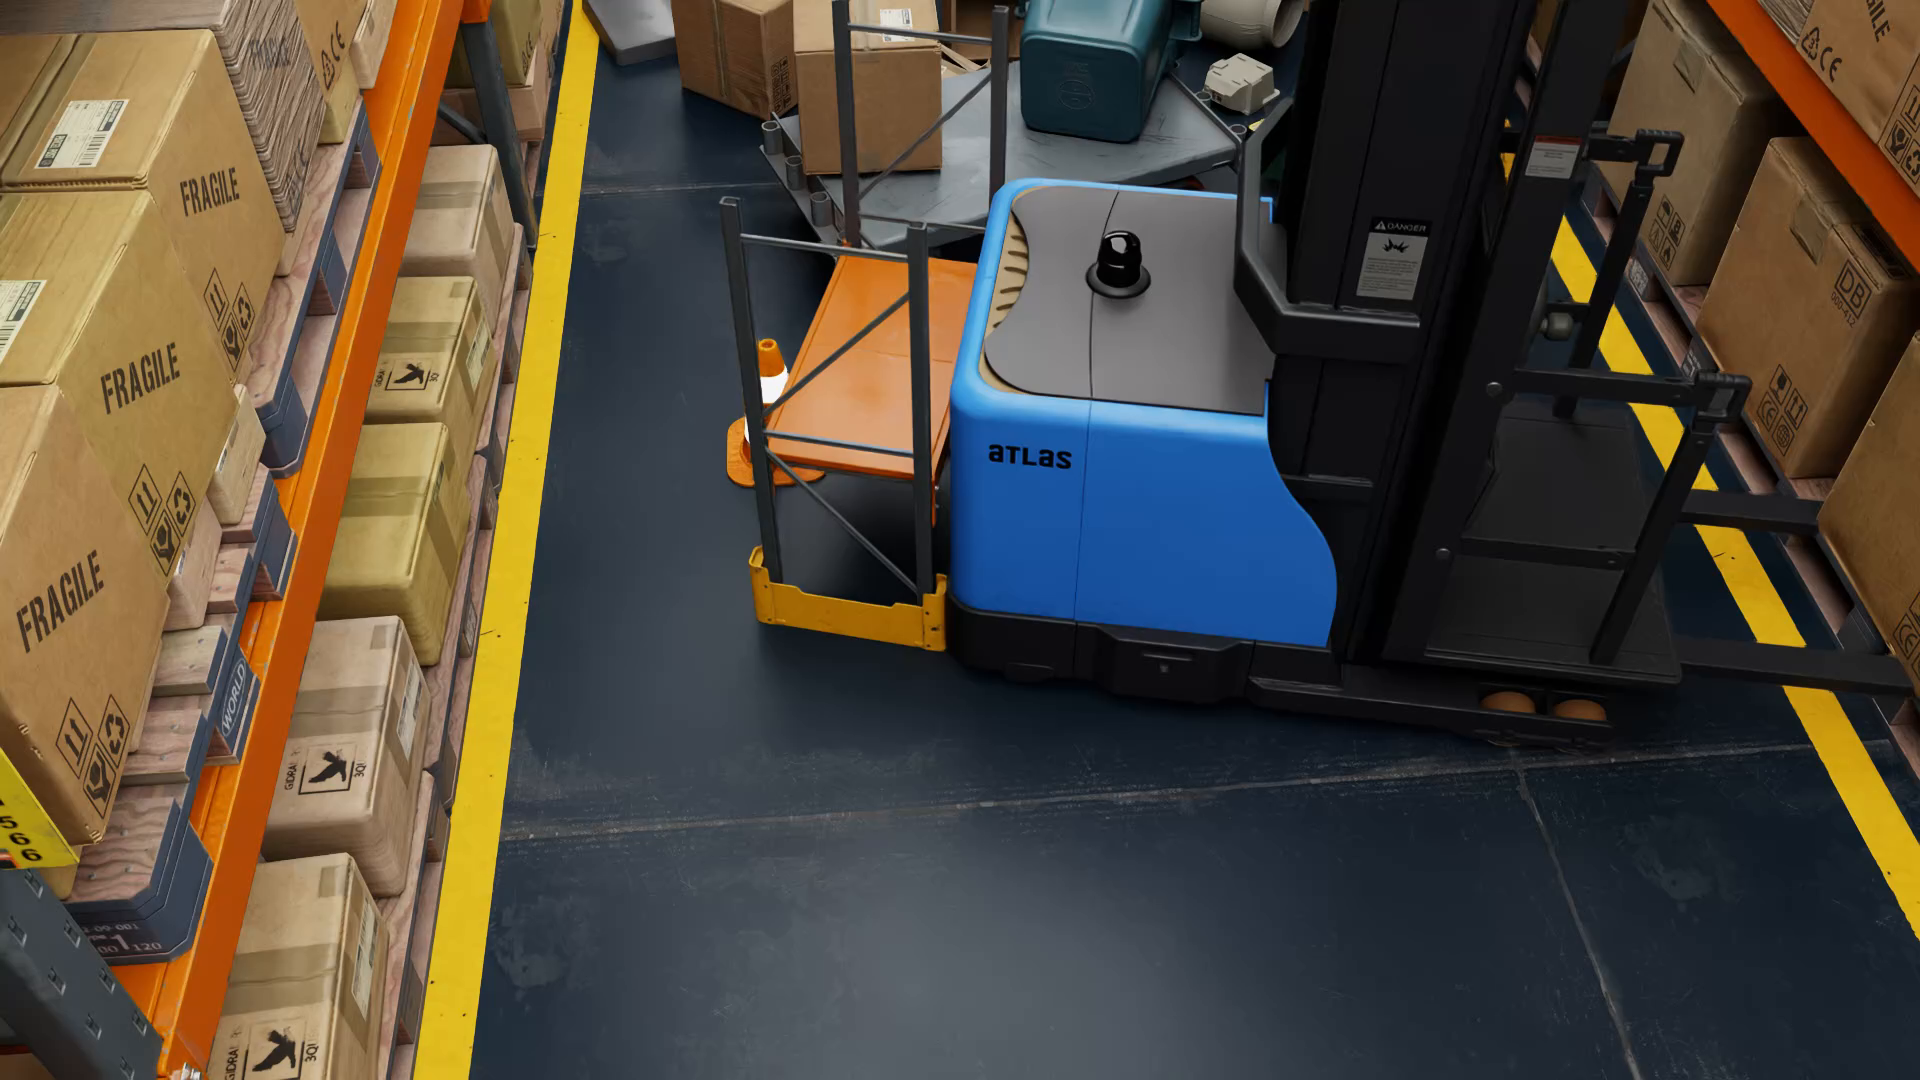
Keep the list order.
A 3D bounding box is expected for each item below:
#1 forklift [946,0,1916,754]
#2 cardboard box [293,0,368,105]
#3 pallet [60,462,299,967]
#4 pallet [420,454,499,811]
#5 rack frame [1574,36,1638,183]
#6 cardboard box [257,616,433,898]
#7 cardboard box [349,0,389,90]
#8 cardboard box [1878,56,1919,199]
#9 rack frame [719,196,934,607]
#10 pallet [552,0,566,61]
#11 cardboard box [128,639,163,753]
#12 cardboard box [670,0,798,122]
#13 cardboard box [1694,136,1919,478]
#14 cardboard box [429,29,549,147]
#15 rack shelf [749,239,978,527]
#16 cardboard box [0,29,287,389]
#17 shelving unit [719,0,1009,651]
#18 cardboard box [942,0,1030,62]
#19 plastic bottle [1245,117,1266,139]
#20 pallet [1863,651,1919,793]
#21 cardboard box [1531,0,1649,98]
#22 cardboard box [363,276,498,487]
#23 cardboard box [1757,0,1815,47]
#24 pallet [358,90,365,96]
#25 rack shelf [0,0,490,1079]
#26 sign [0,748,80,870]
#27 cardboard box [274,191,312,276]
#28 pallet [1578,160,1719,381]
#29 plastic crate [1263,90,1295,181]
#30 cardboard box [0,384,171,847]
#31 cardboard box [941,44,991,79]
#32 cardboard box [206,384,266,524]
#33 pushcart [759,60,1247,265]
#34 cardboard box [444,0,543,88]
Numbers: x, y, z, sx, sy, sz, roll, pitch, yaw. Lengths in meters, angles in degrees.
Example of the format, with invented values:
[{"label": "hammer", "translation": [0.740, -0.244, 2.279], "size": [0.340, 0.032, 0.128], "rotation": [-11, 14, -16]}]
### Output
[{"label": "forklift", "translation": [1.521, -0.821, 4.008], "size": [3.031, 2.935, 1.130], "rotation": [6, 47, 6]}, {"label": "cardboard box", "translation": [-1.757, -1.368, 3.917], "size": [0.500, 0.500, 0.500], "rotation": [-2, 47, -2]}, {"label": "pallet", "translation": [-1.935, 0.311, 3.022], "size": [1.213, 0.211, 1.003], "rotation": [-3, 47, -3]}, {"label": "pallet", "translation": [-1.932, 0.267, 4.852], "size": [1.003, 0.211, 1.213], "rotation": [-3, 47, -3]}, {"label": "rack frame", "translation": [2.820, -2.514, 5.565], "size": [1.000, 3.000, 0.127], "rotation": [-3, 47, -3]}, {"label": "cardboard box", "translation": [-1.876, 0.570, 4.164], "size": [0.950, 0.372, 0.625], "rotation": [-4, 47, -4]}, {"label": "cardboard box", "translation": [-1.699, -1.282, 4.282], "size": [0.380, 0.149, 0.250], "rotation": [-3, 47, -3]}, {"label": "cardboard box", "translation": [2.720, -1.057, 4.116], "size": [0.500, 0.500, 0.500], "rotation": [-3, 47, -3]}, {"label": "rack frame", "translation": [-0.323, -0.255, 4.459], "size": [0.500, 1.500, 0.032], "rotation": [9, 47, 8]}, {"label": "pallet", "translation": [-2.301, -2.550, 7.519], "size": [1.003, 0.211, 1.213], "rotation": [-3, 47, -3]}, {"label": "cardboard box", "translation": [-1.601, 0.243, 2.838], "size": [0.380, 0.149, 0.250], "rotation": [-6, 47, -6]}, {"label": "cardboard box", "translation": [-0.838, -2.139, 6.930], "size": [0.500, 0.500, 0.500], "rotation": [27, 52, 23]}, {"label": "cardboard box", "translation": [3.039, -0.743, 5.148], "size": [1.050, 0.750, 0.750], "rotation": [-3, 47, -3]}, {"label": "cardboard box", "translation": [-1.885, -1.782, 6.477], "size": [0.500, 0.250, 0.500], "rotation": [-5, 47, -5]}, {"label": "rack shelf", "translation": [-0.218, -0.493, 4.931], "size": [0.538, 0.185, 1.000], "rotation": [9, 47, 8]}, {"label": "cardboard box", "translation": [-1.678, -0.627, 3.215], "size": [0.500, 0.500, 0.500], "rotation": [-3, 47, -3]}, {"label": "shelving unit", "translation": [-0.219, -0.610, 4.795], "size": [0.587, 1.500, 1.083], "rotation": [9, 47, 8]}, {"label": "cardboard box", "translation": [0.317, -2.429, 7.111], "size": [0.797, 0.637, 0.503], "rotation": [-3, 47, -3]}, {"label": "plastic bottle", "translation": [1.293, -1.612, 6.734], "size": [0.133, 0.061, 0.283], "rotation": [-27, 52, -23]}, {"label": "pallet", "translation": [3.164, 0.764, 4.381], "size": [1.003, 0.211, 1.213], "rotation": [-3, 47, -3]}, {"label": "cardboard box", "translation": [2.837, -2.387, 6.619], "size": [0.875, 0.875, 0.875], "rotation": [-3, 47, -3]}, {"label": "cardboard box", "translation": [-1.994, -0.482, 5.161], "size": [0.950, 0.372, 0.625], "rotation": [-1, 47, -1]}, {"label": "cardboard box", "translation": [2.639, -1.786, 4.807], "size": [0.500, 0.500, 0.500], "rotation": [-3, 47, -3]}, {"label": "pallet", "translation": [-2.185, -1.512, 4.748], "size": [1.003, 0.211, 1.213], "rotation": [-3, 47, -3]}, {"label": "rack shelf", "translation": [-1.937, -0.446, 4.102], "size": [1.077, 0.370, 4.000], "rotation": [-3, 47, -3]}, {"label": "sign", "translation": [-1.217, 0.320, 2.084], "size": [0.100, 0.325, 0.005], "rotation": [-3, 47, -3]}, {"label": "cardboard box", "translation": [-1.698, -0.723, 3.752], "size": [0.380, 0.149, 0.250], "rotation": [-2, 47, -2]}, {"label": "pallet", "translation": [2.960, -1.001, 6.053], "size": [1.003, 0.211, 1.213], "rotation": [-3, 47, -3]}, {"label": "plastic crate", "translation": [1.500, -1.613, 6.609], "size": [0.450, 0.188, 0.662], "rotation": [25, 51, 9]}, {"label": "cardboard box", "translation": [-1.576, 0.133, 2.495], "size": [0.500, 0.500, 0.500], "rotation": [-5, 47, -4]}, {"label": "cardboard box", "translation": [-0.034, -1.920, 6.885], "size": [0.258, 0.266, 0.396], "rotation": [-36, 56, -29]}, {"label": "cardboard box", "translation": [-1.581, -0.158, 3.218], "size": [0.380, 0.149, 0.250], "rotation": [-3, 47, -3]}, {"label": "pushcart", "translation": [0.164, -1.413, 6.328], "size": [1.648, 0.377, 0.936], "rotation": [-19, 49, -17]}, {"label": "cardboard box", "translation": [-1.885, -2.040, 6.204], "size": [0.500, 0.500, 0.500], "rotation": [-1, 47, -1]}]
